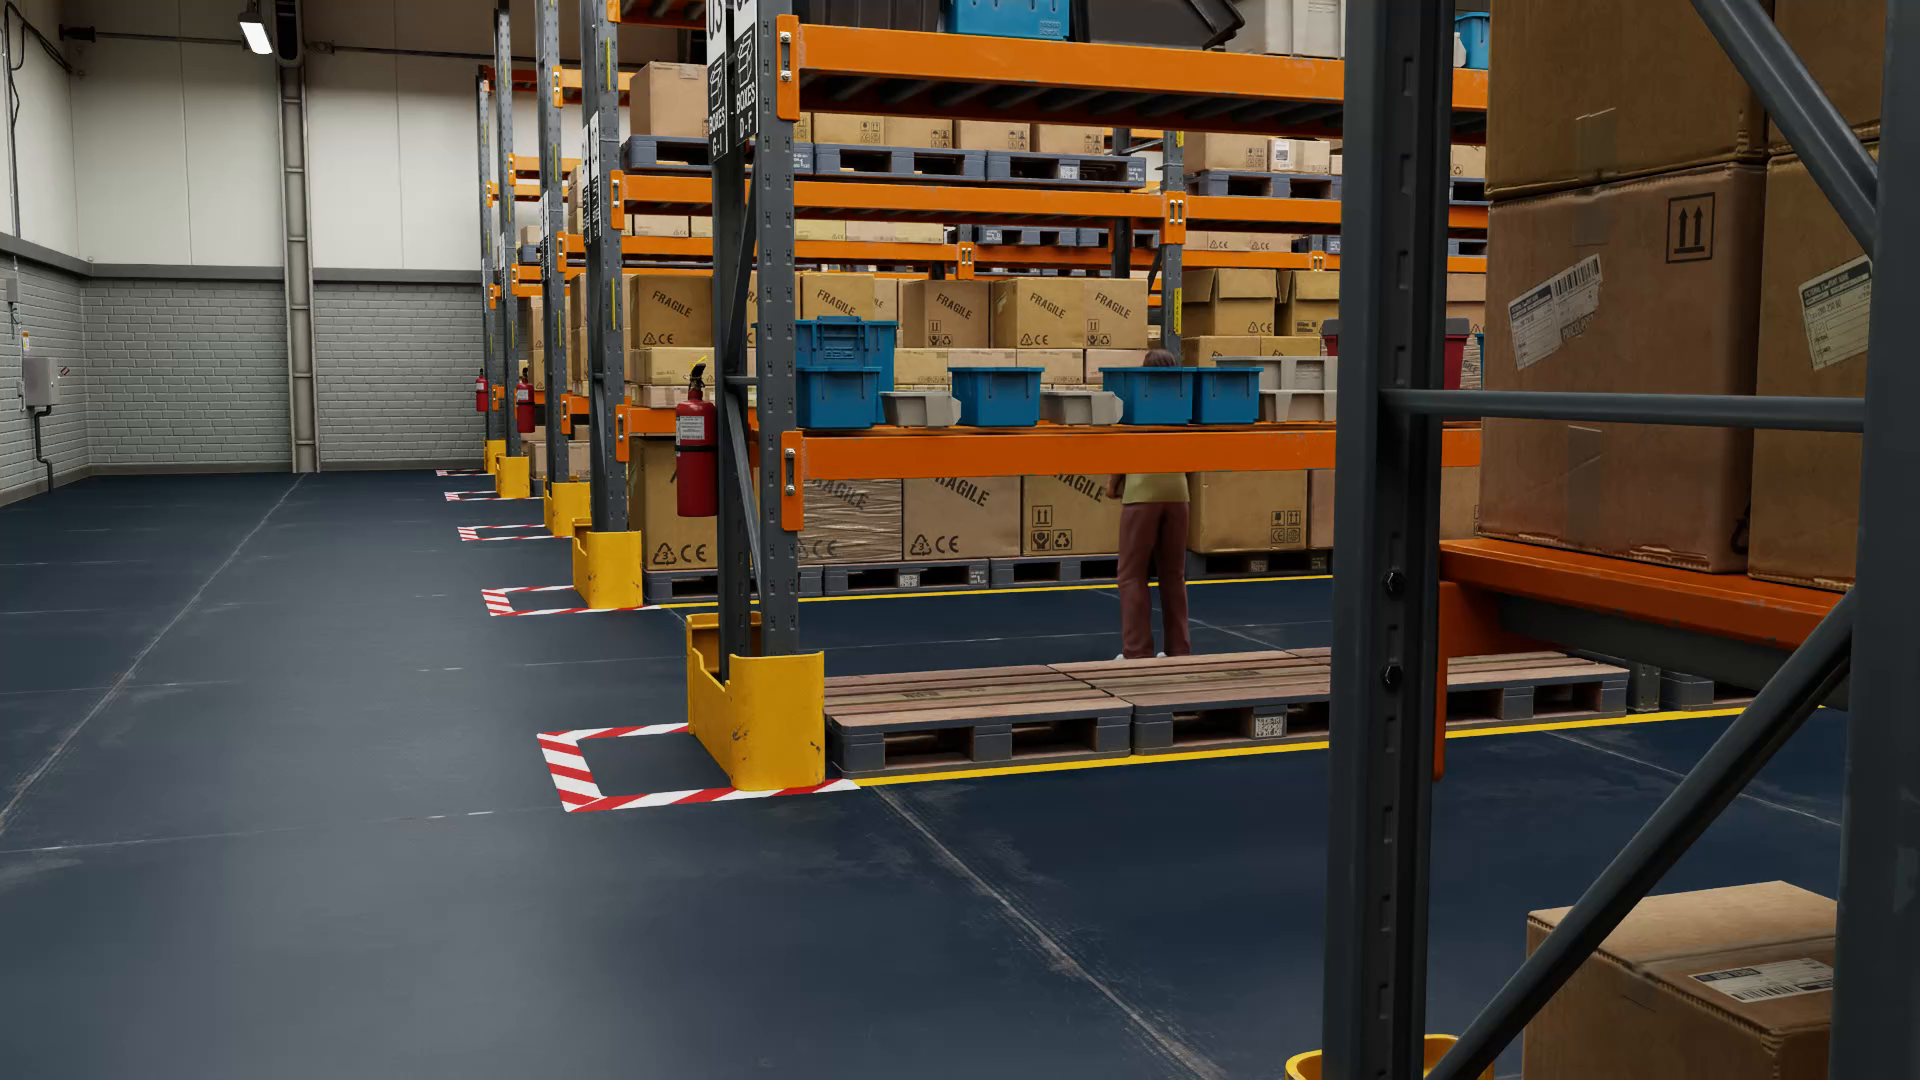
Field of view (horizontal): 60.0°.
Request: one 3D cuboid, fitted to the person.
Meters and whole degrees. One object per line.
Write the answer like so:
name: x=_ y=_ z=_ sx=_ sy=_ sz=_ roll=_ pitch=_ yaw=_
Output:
person: x=0.984 y=-0.150 z=8.635 sx=0.425 sy=1.649 sz=0.559 roll=-2 pitch=6 yaw=-18
